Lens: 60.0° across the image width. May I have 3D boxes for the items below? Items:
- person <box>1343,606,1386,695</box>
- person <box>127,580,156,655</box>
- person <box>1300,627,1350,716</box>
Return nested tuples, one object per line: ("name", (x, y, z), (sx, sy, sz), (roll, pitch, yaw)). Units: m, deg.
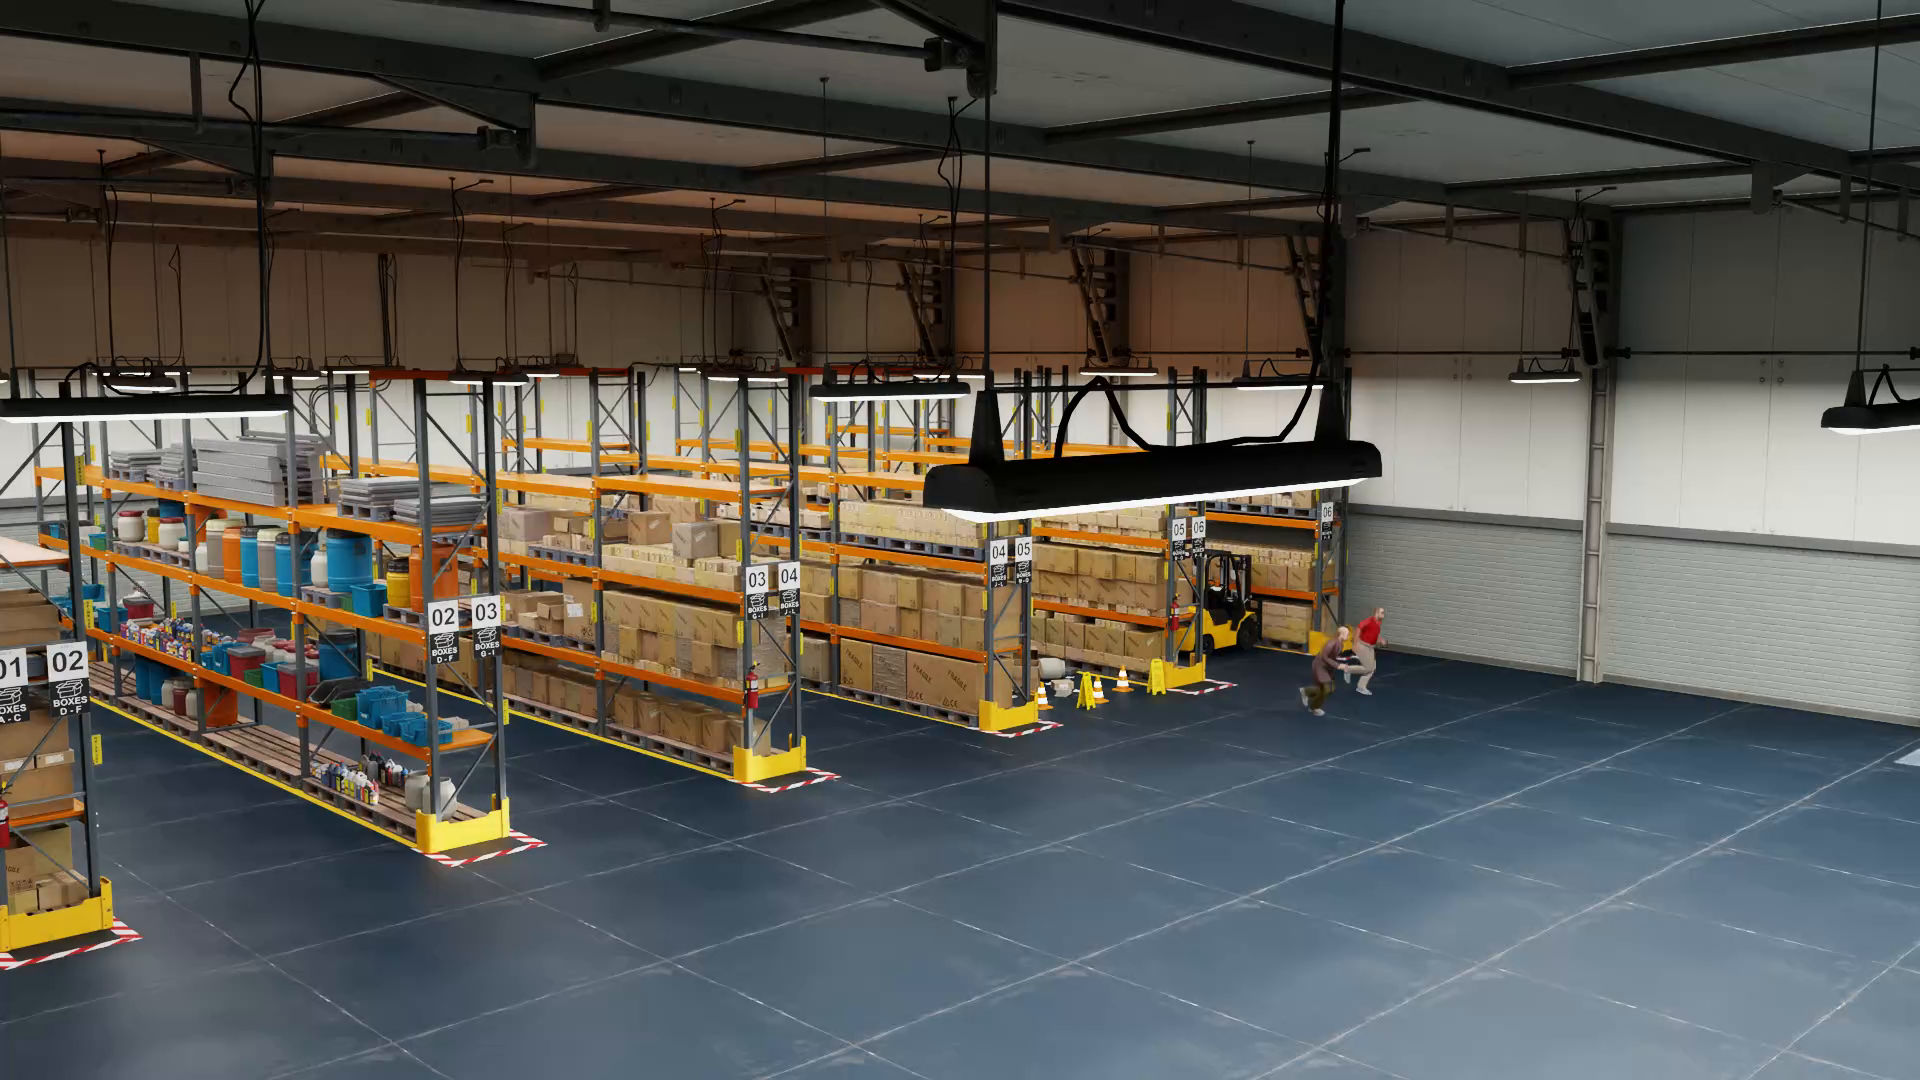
("person", (7.533, 2.044, 30.942), (0.764, 1.663, 0.656), (4, 7, 28))
("person", (-16.812, 1.658, 34.181), (0.822, 1.676, 0.705), (-1, 7, -10))
("person", (6.393, 2.272, 29.094), (0.889, 1.589, 0.734), (4, 8, 31))
